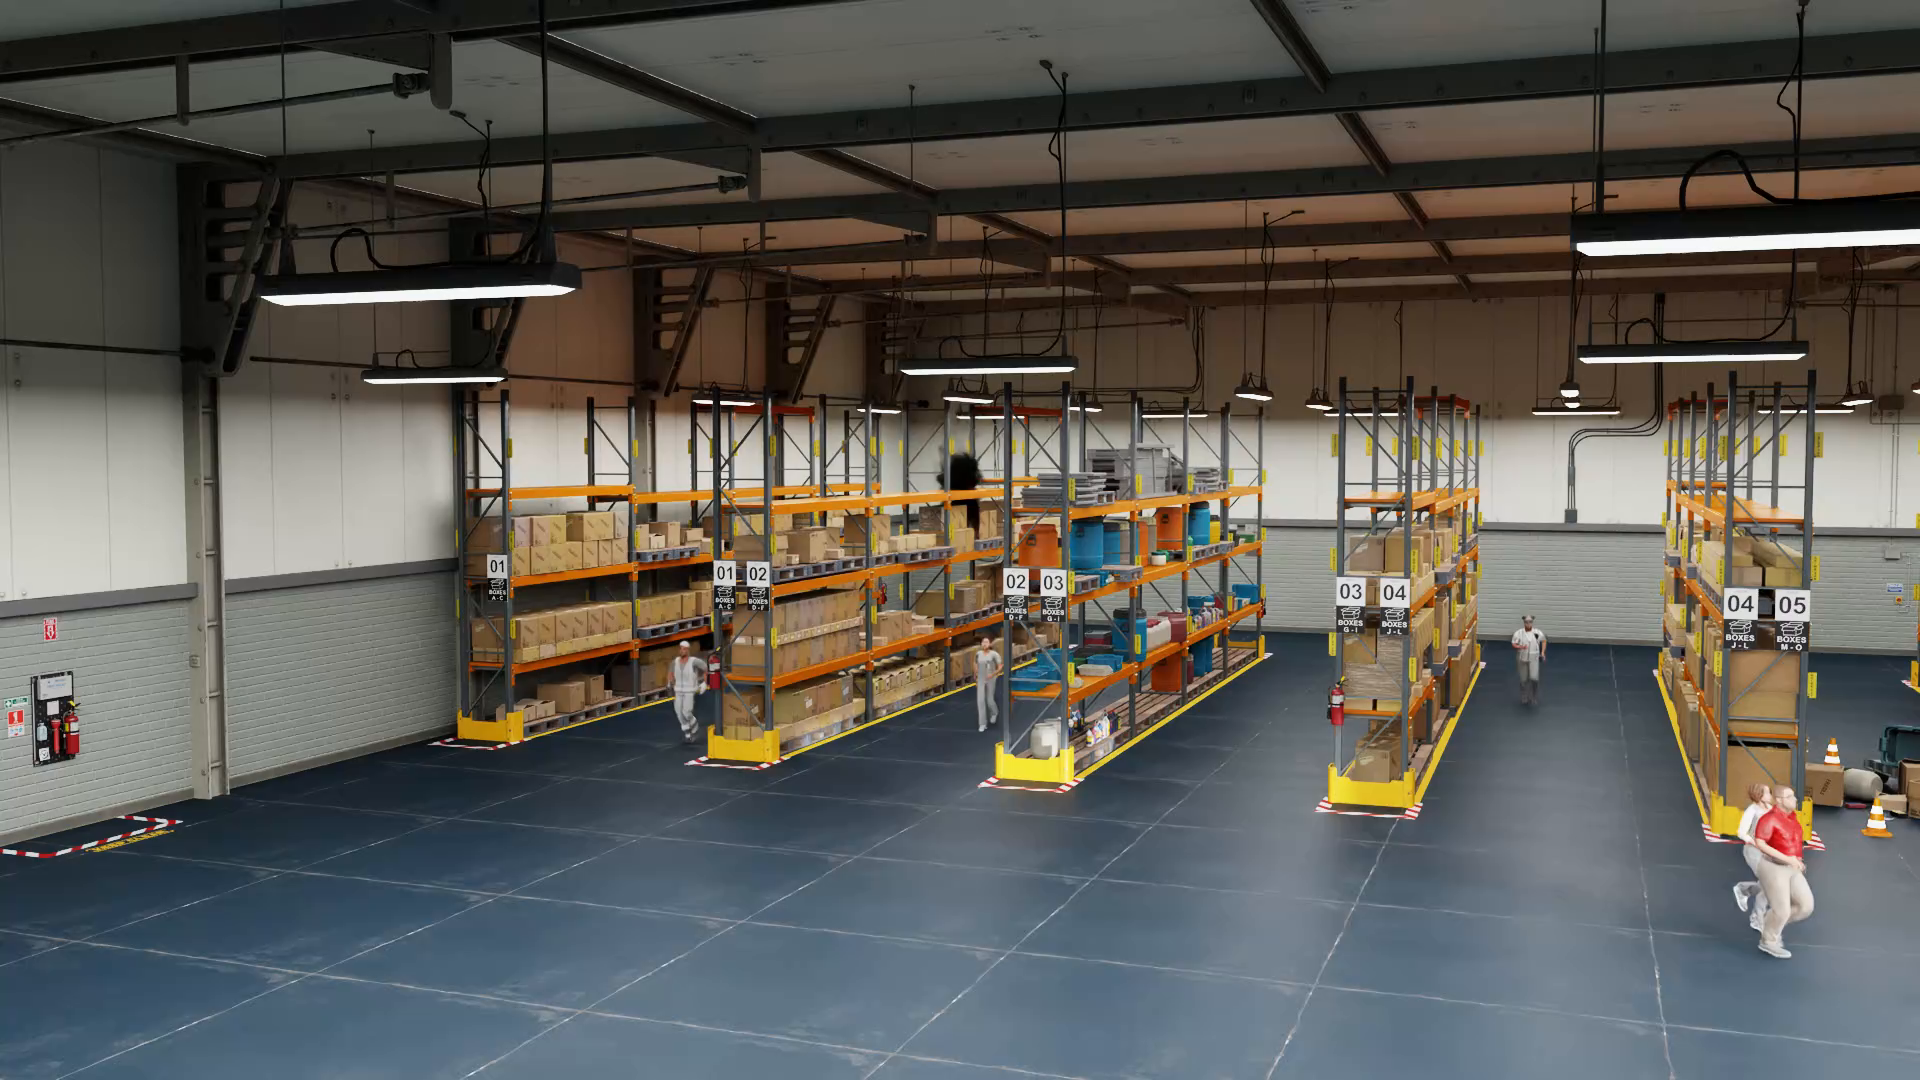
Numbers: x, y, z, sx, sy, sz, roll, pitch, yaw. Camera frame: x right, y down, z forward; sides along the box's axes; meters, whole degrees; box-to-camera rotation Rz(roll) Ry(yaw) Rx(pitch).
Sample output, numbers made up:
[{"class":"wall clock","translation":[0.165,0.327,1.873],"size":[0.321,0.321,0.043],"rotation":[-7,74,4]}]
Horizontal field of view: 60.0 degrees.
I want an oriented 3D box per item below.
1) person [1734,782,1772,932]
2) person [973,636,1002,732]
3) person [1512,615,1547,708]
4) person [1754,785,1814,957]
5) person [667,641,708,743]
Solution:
[{"class":"person","translation":[8.272,3.283,17.273],"size":[0.541,1.561,0.550],"rotation":[-2,4,-34]},{"class":"person","translation":[0.484,2.542,29.686],"size":[0.574,1.675,0.866],"rotation":[1,3,17]},{"class":"person","translation":[11.027,2.352,32.246],"size":[0.637,1.824,0.736],"rotation":[1,3,20]},{"class":"person","translation":[8.094,3.255,16.340],"size":[0.663,1.688,0.592],"rotation":[-2,4,-31]},{"class":"person","translation":[-4.636,2.569,27.996],"size":[0.679,1.743,0.615],"rotation":[1,3,17]}]
